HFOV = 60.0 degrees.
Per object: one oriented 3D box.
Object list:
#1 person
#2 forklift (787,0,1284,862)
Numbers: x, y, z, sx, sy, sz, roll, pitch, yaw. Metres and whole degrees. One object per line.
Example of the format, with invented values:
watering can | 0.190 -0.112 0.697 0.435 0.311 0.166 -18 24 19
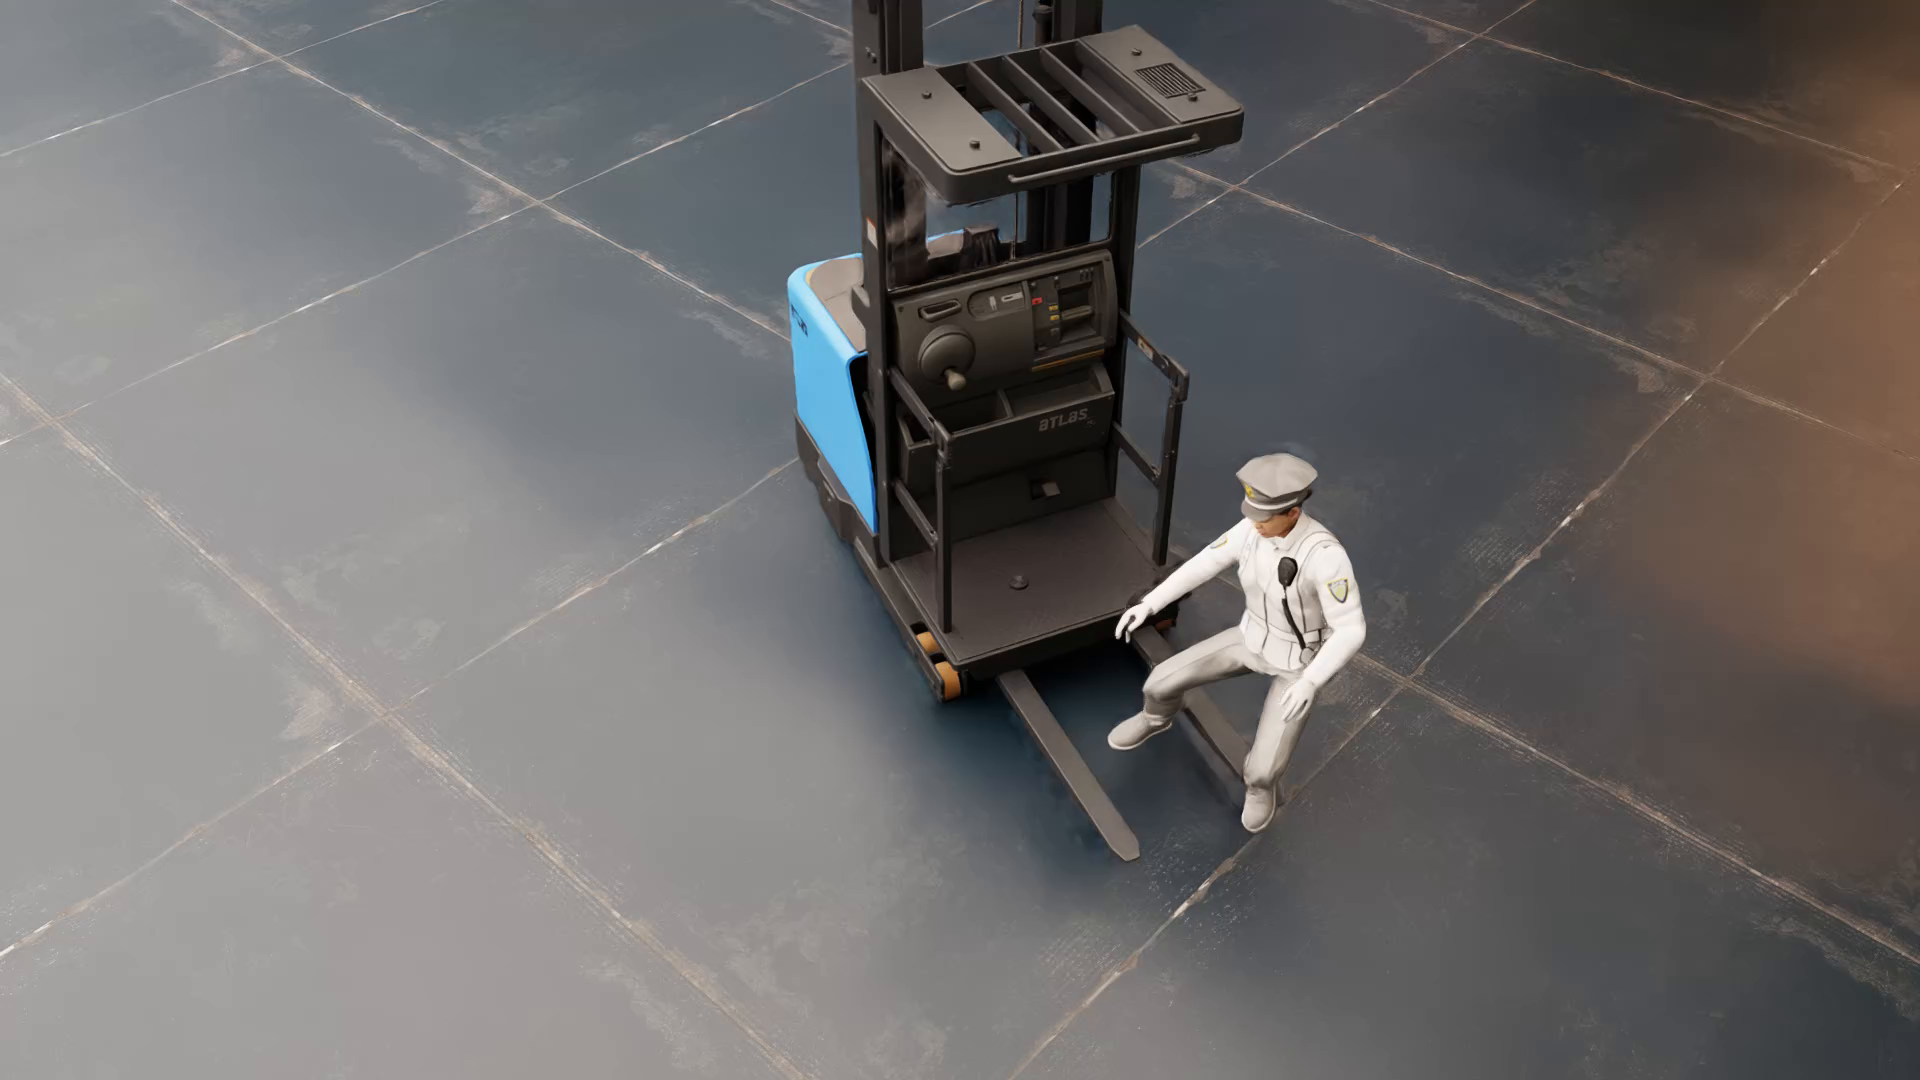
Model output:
person | 0.974 0.395 5.873 0.694 1.437 0.847 -26 47 -27
forklift | 0.279 -0.771 6.327 1.130 2.935 3.031 -16 43 -18
